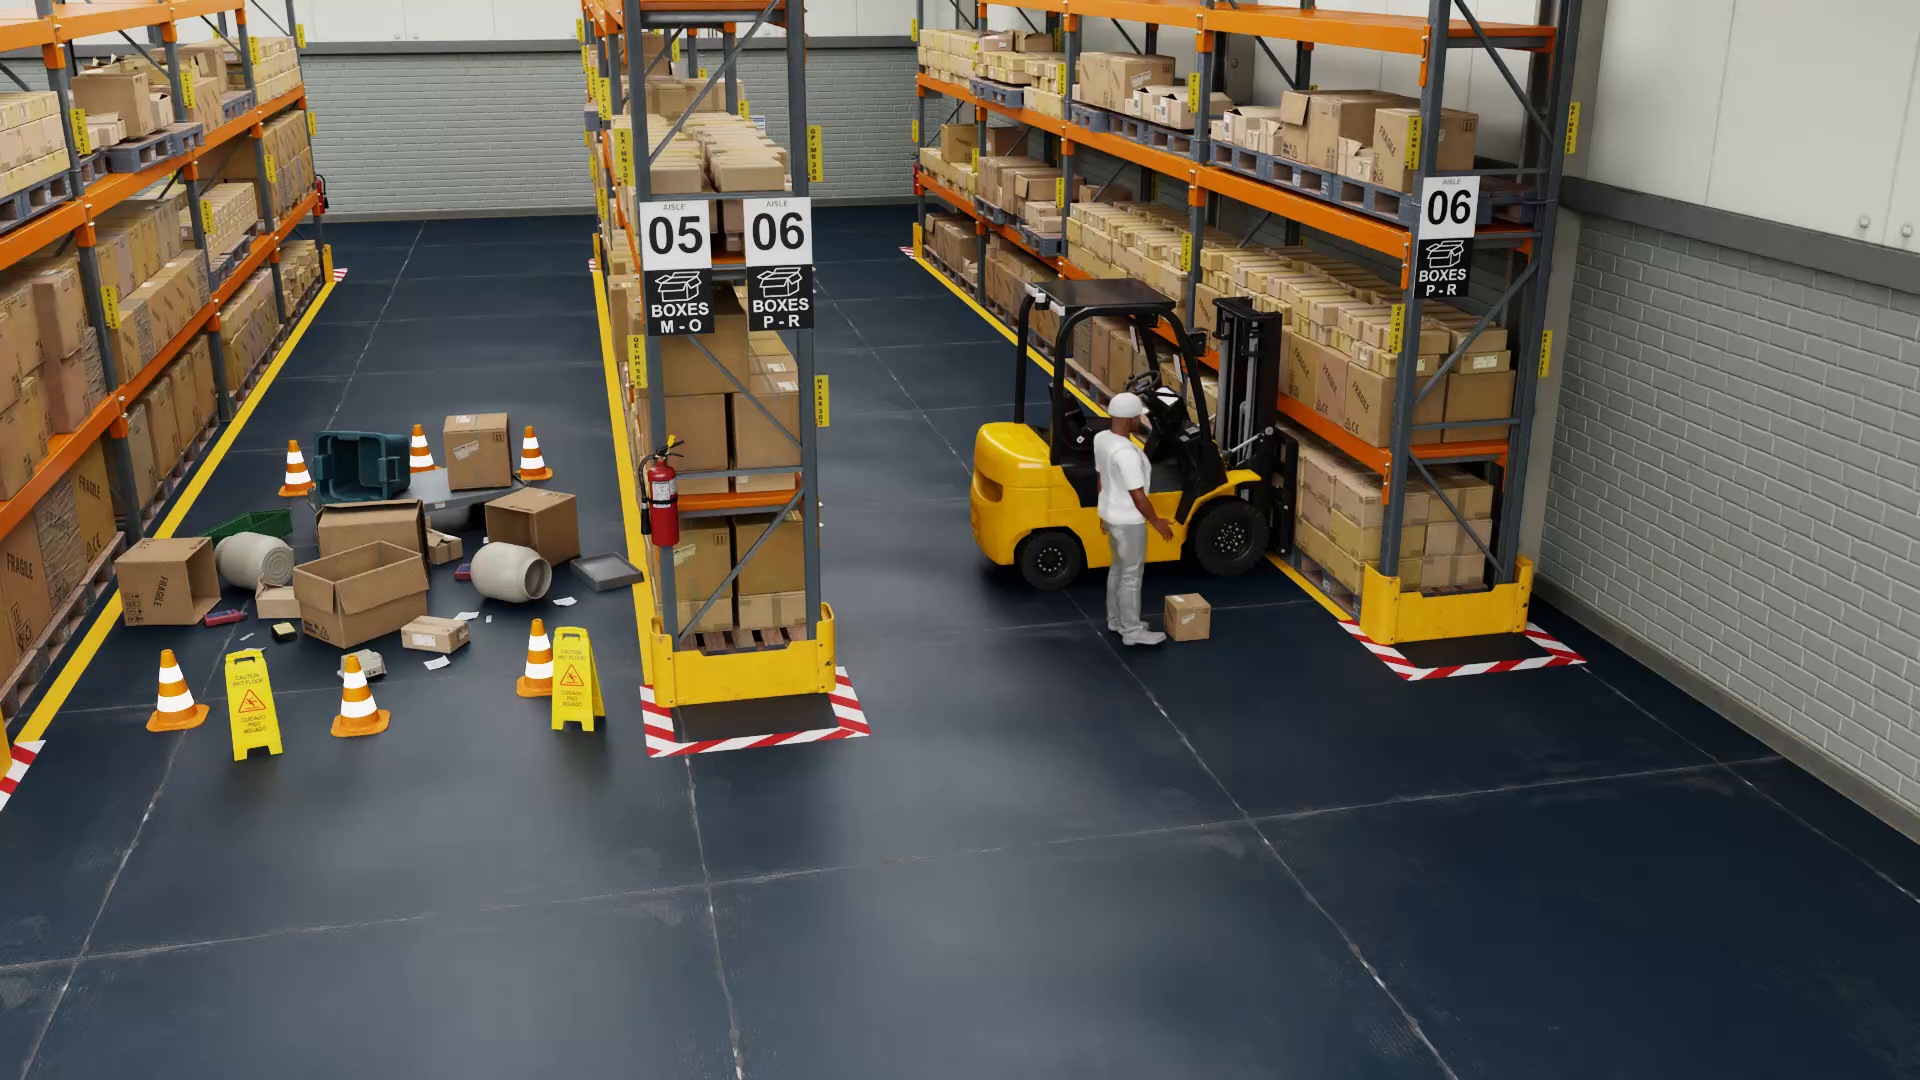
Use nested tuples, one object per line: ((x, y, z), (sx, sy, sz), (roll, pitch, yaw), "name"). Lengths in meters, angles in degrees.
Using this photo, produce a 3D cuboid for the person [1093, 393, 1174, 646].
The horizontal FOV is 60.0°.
((1.174, -0.142, 11.411), (0.474, 1.786, 0.583), (-4, 20, -12), "person")
